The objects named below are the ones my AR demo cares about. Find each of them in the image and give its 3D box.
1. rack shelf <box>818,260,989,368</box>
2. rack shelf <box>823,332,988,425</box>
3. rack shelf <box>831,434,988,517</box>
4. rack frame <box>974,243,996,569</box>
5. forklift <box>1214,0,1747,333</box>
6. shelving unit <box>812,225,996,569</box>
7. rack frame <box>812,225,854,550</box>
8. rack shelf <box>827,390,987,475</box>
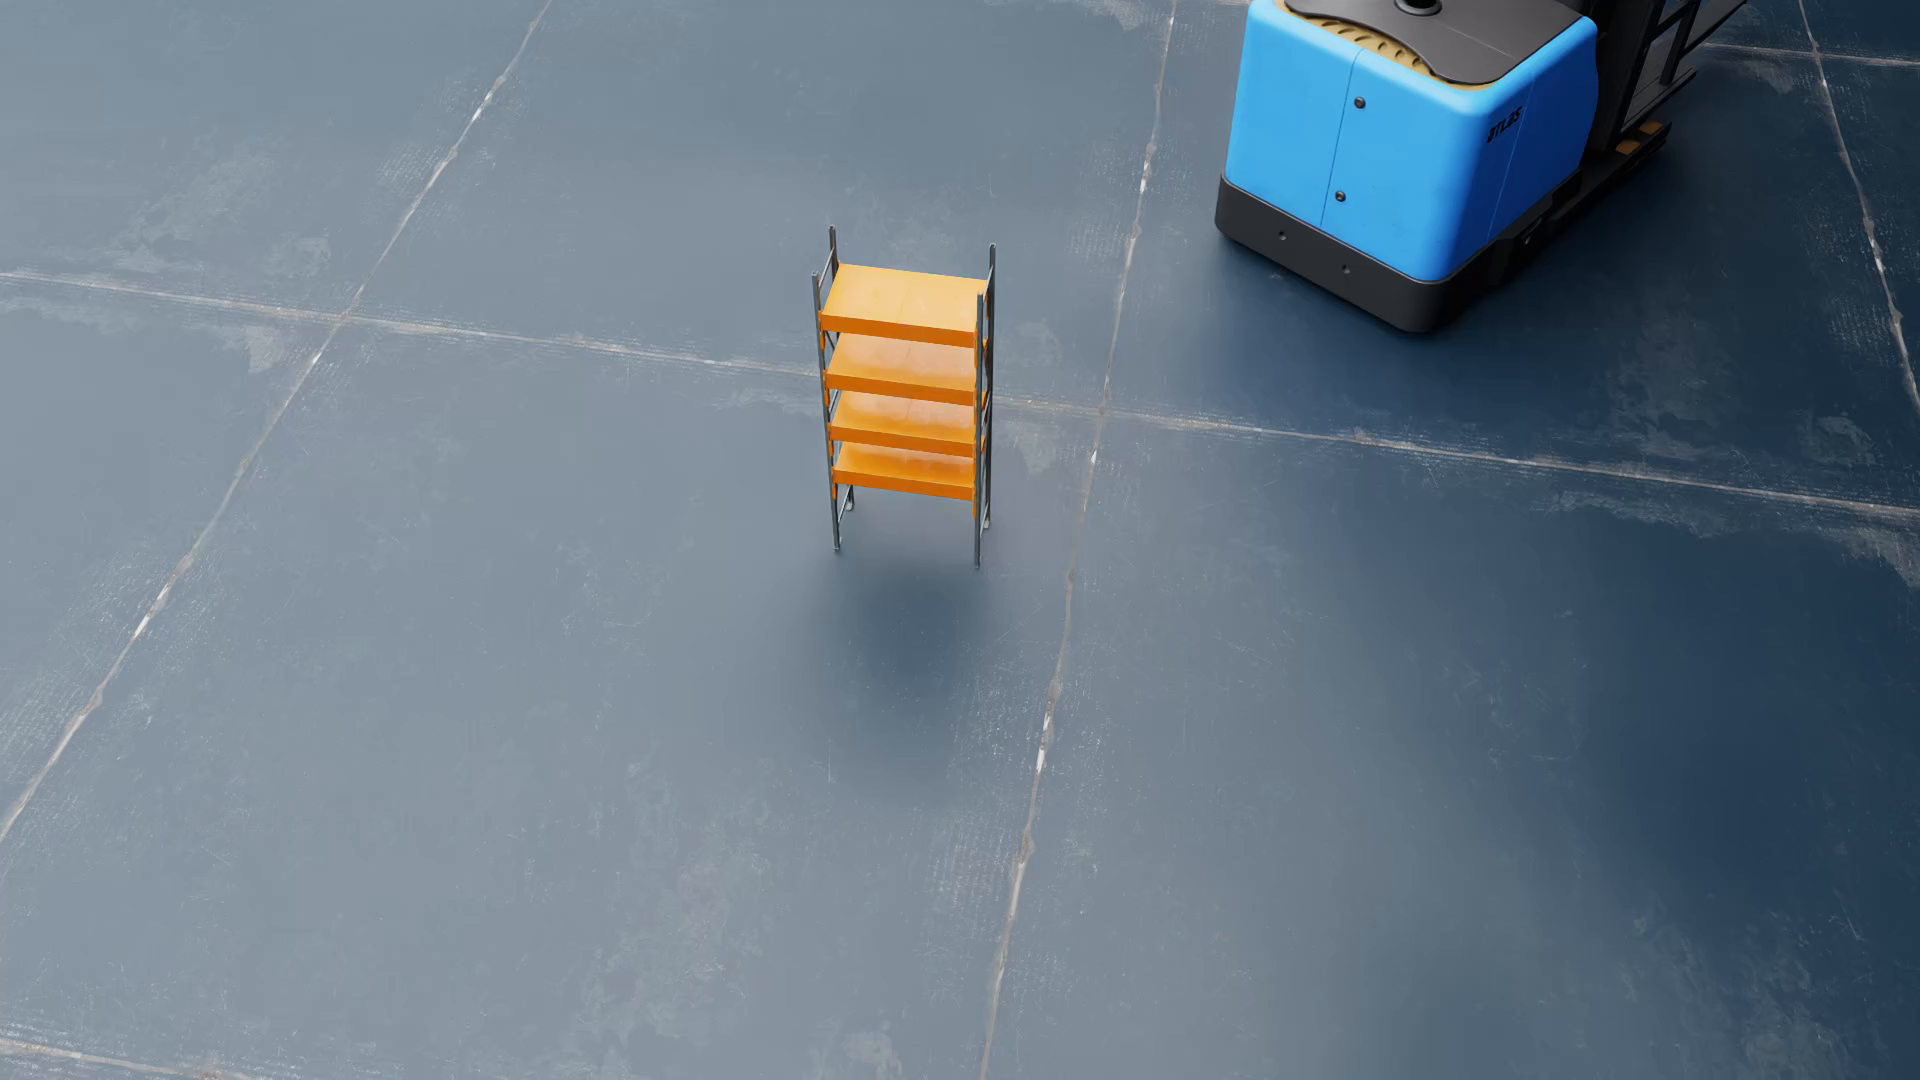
[{"bbox_3d":[-0.163,-0.686,5.031,0.480,0.148,0.258,8,49,7],"label":"rack shelf"},{"bbox_3d":[-0.163,-0.527,5.207,0.480,0.148,0.258,8,49,7],"label":"rack shelf"},{"bbox_3d":[-0.163,-0.245,5.521,0.480,0.148,0.258,8,49,7],"label":"rack shelf"},{"bbox_3d":[0.077,-0.391,5.294,0.015,1.200,0.240,8,49,7],"label":"rack frame"},{"bbox_3d":[2.427,-2.774,6.272,1.130,2.935,3.031,36,57,28],"label":"forklift"},{"bbox_3d":[-0.163,-0.423,5.323,0.503,1.200,0.258,8,49,7],"label":"shelving unit"},{"bbox_3d":[-0.403,-0.455,5.352,0.015,1.200,0.240,8,49,7],"label":"rack frame"},{"bbox_3d":[-0.163,-0.378,5.373,0.480,0.148,0.258,8,49,7],"label":"rack shelf"}]
